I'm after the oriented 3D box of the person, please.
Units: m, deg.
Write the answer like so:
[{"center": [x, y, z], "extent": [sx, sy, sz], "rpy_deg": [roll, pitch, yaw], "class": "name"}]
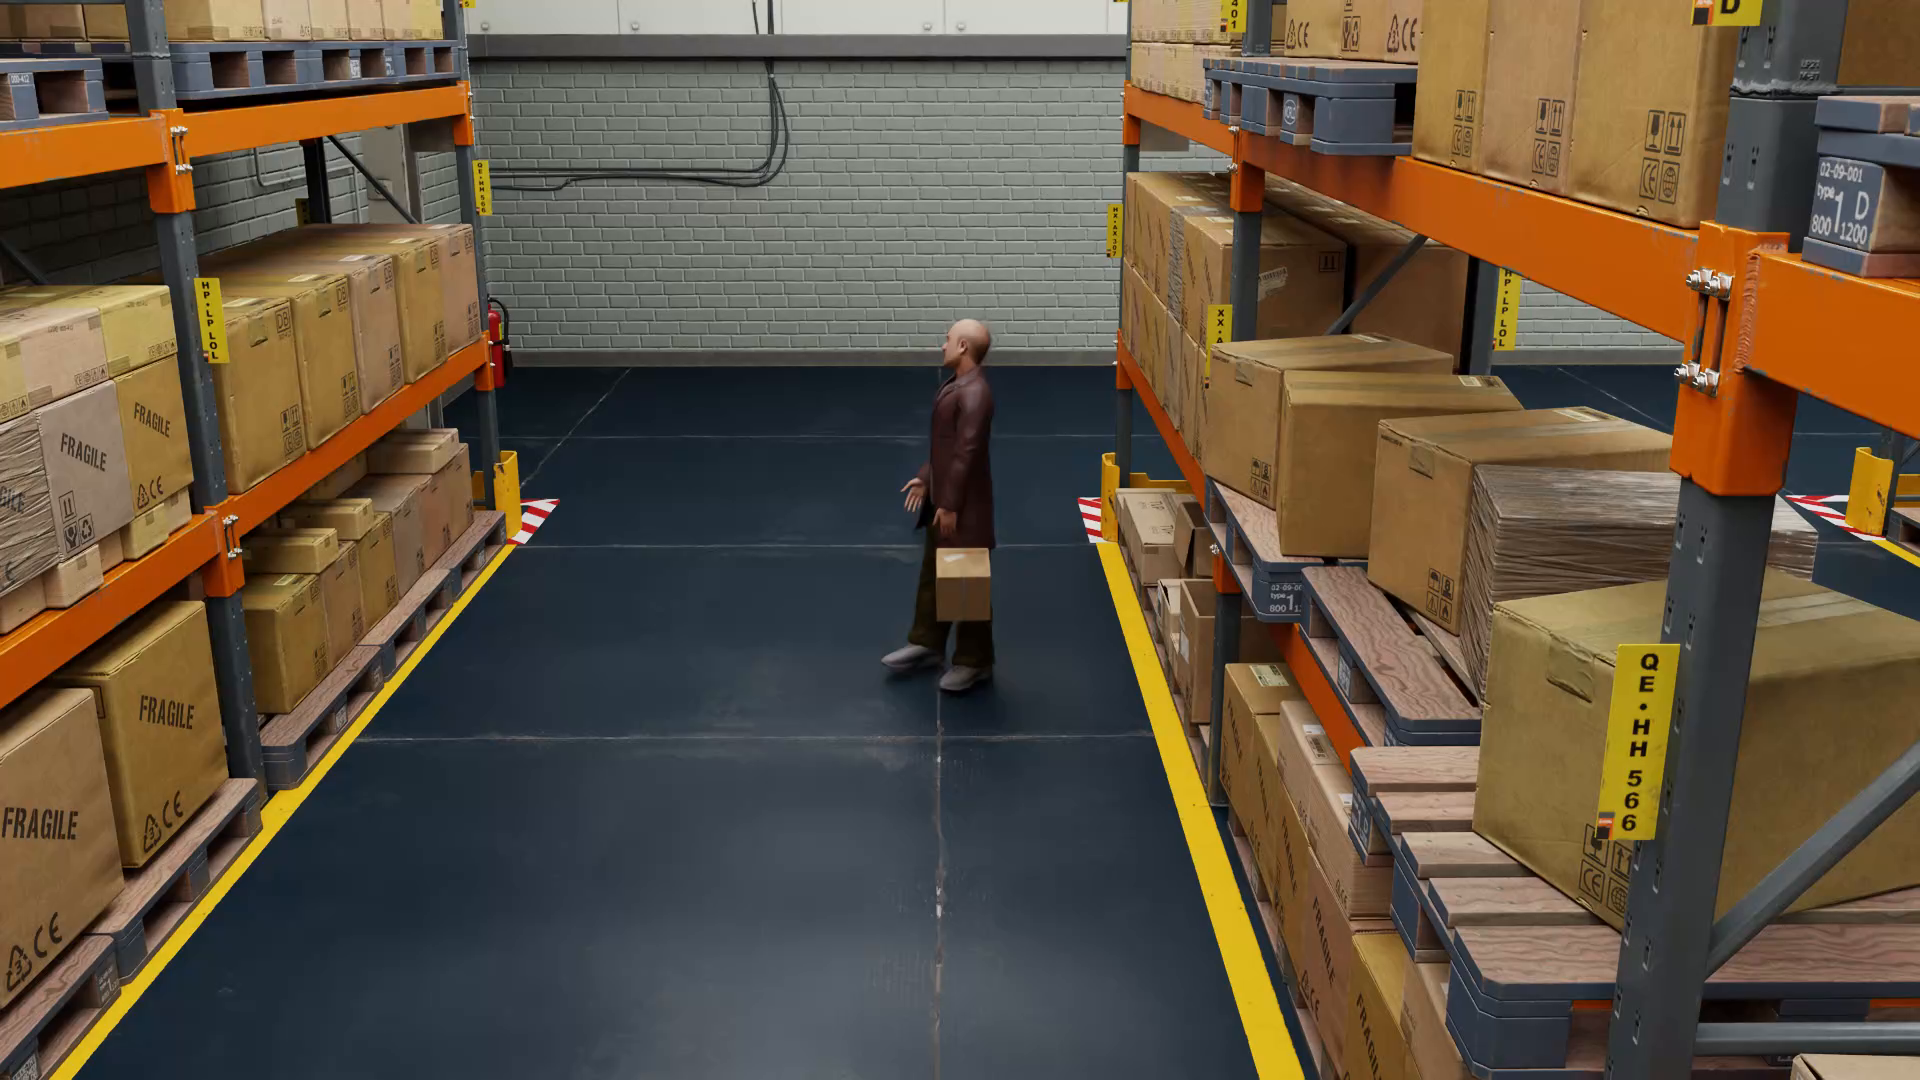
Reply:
[{"center": [-0.100, -0.172, 8.064], "extent": [0.568, 1.782, 0.582], "rpy_deg": [-3, 17, -11], "class": "person"}]
